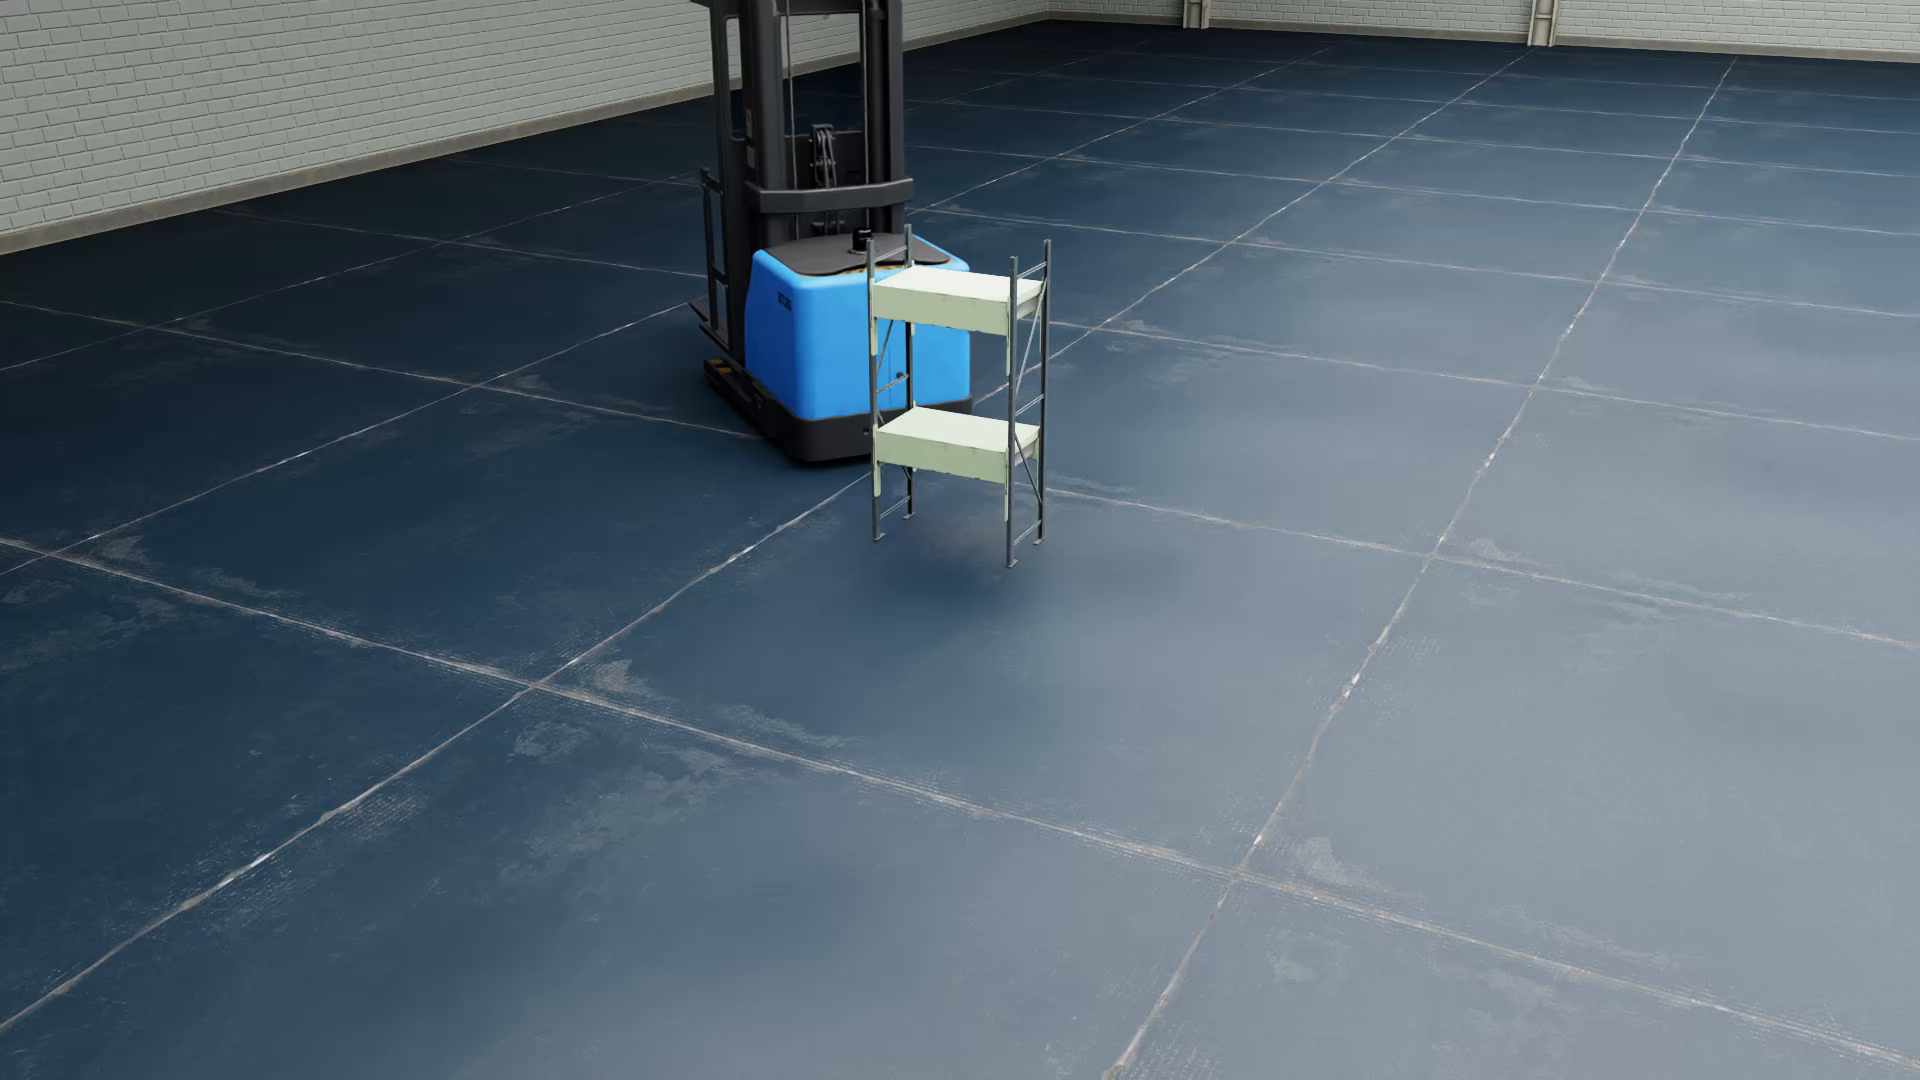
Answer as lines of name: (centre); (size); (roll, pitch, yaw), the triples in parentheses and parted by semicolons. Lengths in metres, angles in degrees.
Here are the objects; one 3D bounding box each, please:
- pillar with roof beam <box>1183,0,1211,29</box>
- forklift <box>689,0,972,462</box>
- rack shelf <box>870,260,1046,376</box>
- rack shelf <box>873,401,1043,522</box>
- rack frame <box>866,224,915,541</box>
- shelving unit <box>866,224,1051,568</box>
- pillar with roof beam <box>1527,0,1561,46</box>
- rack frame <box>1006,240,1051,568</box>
pillar with roof beam: (2.315, -11.891, 24.713); (0.400, 9.000, 9.100); (11, 25, 25)
forklift: (-0.979, -2.322, 9.964); (1.130, 2.935, 3.031); (-10, 25, -21)
rack shelf: (-0.006, -1.050, 7.807); (0.720, 0.370, 0.431); (11, 25, 25)
rack shelf: (-0.006, -0.391, 8.087); (0.720, 0.370, 0.431); (11, 25, 25)
rack frame: (-0.333, -0.756, 8.111); (0.023, 1.500, 0.400); (11, 25, 25)
shelving unit: (-0.006, -0.691, 7.959); (0.755, 1.500, 0.431); (11, 25, 25)
pillar with roof beam: (7.670, -10.832, 22.222); (0.400, 9.000, 9.100); (11, 25, 25)
rack frame: (0.321, -0.627, 7.807); (0.023, 1.500, 0.400); (11, 25, 25)
